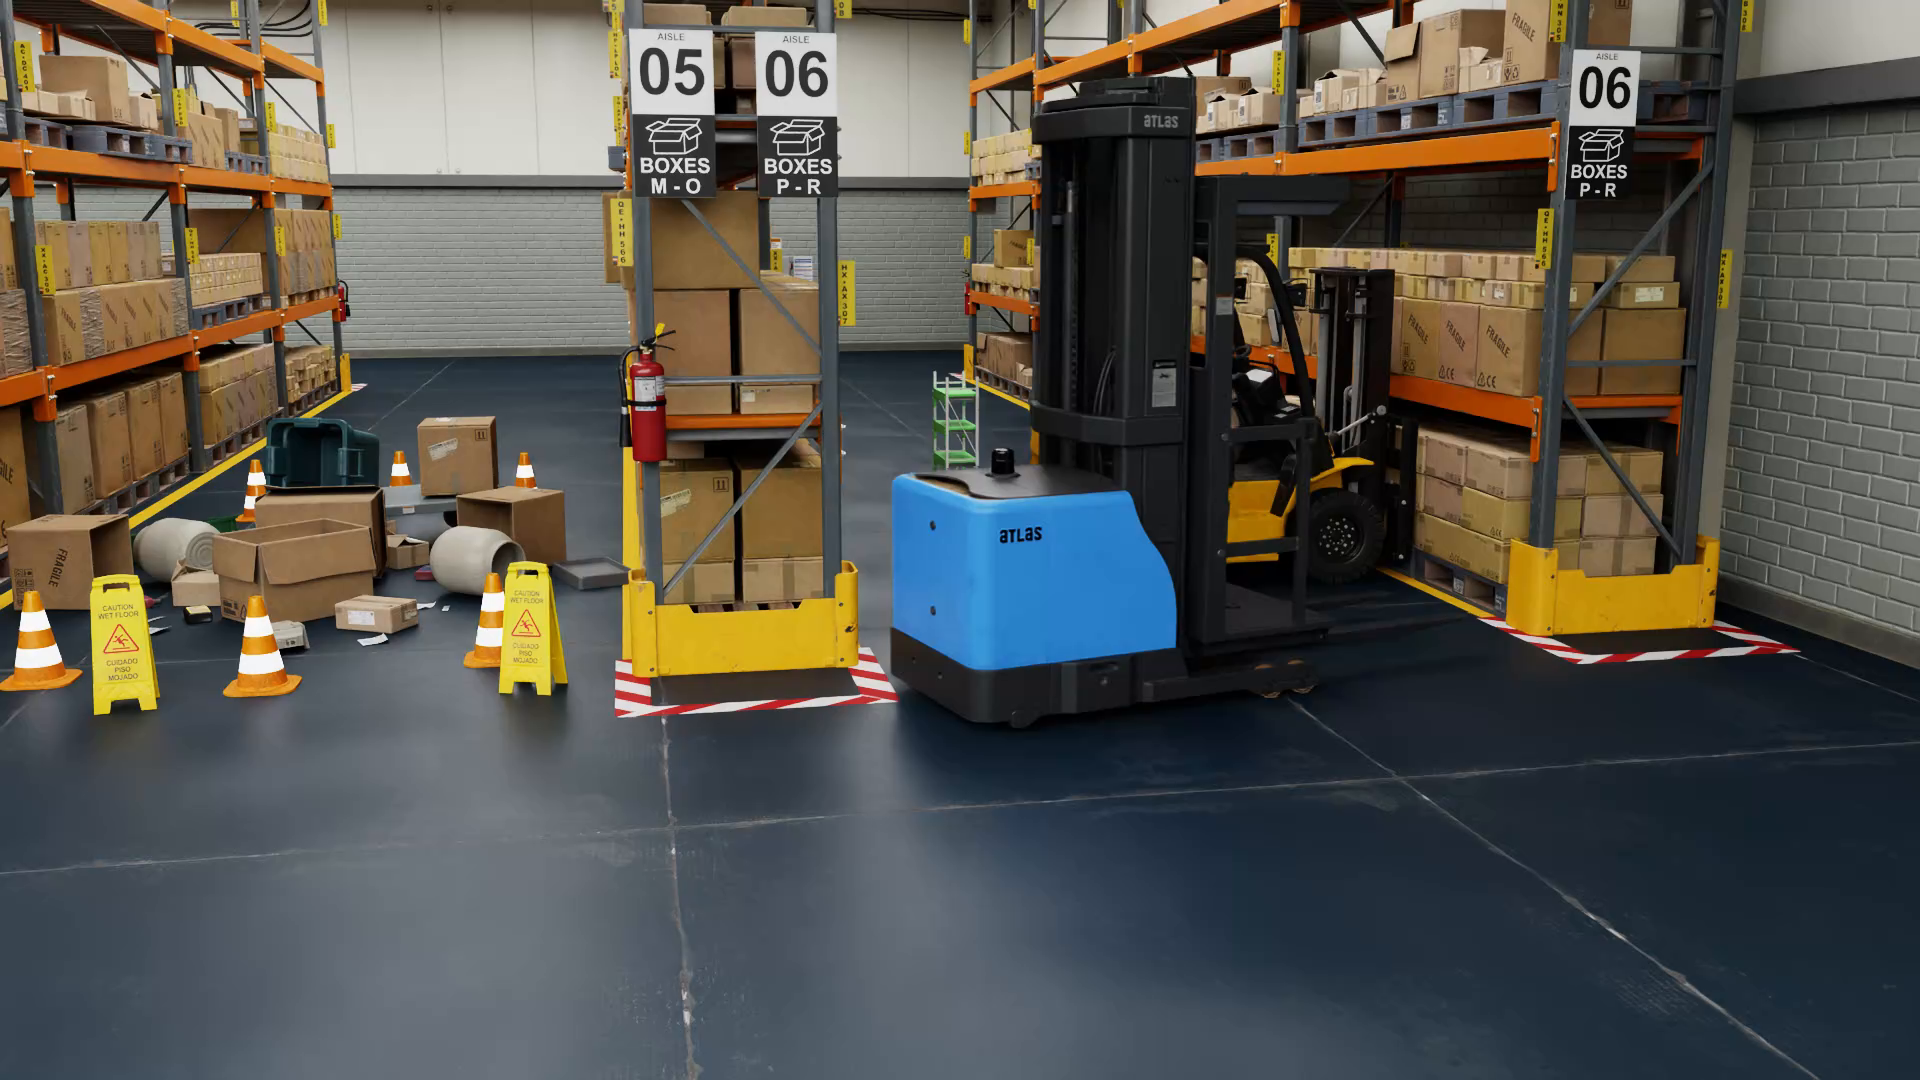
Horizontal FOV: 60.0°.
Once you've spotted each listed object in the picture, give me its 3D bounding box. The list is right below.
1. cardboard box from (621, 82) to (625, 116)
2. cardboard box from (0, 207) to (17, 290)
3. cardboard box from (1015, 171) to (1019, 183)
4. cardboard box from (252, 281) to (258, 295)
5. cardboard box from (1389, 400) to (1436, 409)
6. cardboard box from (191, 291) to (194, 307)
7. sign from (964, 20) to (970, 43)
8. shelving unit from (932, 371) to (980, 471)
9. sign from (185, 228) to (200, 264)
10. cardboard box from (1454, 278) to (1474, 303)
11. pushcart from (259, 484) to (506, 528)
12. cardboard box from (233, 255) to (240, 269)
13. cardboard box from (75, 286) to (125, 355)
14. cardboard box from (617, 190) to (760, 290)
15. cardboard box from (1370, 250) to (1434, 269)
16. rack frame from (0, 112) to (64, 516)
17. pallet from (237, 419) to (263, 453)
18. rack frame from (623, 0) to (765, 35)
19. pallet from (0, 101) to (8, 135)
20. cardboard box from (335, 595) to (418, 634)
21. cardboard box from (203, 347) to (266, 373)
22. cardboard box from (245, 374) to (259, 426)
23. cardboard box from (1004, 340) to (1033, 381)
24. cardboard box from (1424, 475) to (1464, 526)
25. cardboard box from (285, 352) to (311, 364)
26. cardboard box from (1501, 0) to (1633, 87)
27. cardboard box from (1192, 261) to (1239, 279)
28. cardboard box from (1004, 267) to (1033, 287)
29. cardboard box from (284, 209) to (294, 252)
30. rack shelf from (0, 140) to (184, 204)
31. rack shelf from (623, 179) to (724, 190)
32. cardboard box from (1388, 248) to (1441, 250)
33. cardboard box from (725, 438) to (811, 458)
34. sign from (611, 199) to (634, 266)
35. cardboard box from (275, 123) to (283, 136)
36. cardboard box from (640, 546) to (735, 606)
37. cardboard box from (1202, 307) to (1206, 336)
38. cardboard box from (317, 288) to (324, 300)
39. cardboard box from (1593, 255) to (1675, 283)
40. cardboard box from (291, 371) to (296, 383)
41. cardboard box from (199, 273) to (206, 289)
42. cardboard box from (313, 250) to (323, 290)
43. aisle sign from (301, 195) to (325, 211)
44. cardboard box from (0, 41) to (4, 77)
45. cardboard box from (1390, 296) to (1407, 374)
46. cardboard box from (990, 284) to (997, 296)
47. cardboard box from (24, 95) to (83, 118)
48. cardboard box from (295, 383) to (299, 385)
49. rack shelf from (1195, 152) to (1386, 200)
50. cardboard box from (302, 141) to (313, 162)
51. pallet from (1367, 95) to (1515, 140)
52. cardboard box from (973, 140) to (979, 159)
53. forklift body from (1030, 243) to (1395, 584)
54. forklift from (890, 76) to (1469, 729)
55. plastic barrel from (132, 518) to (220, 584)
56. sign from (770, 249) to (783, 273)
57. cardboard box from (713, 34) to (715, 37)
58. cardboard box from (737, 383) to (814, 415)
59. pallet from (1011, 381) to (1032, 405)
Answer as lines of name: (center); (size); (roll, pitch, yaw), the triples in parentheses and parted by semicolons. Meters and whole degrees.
cardboard box: (-1.882, -2.809, 10.518); (0.500, 0.250, 0.500); (-2, 11, -10)
cardboard box: (-6.691, -1.877, 10.749); (0.875, 0.550, 0.550); (-2, 11, -11)
cardboard box: (0.927, -4.734, 21.697); (0.380, 0.149, 0.250); (-2, 11, -11)
cardboard box: (-7.963, -2.779, 18.324); (0.380, 0.149, 0.250); (-2, 11, -11)
cardboard box: (3.373, -0.893, 12.422); (0.500, 0.250, 0.500); (-2, 11, -12)
cardboard box: (-7.396, -2.248, 15.534); (0.380, 0.149, 0.250); (-2, 11, -12)
sign: (0.108, -7.348, 24.025); (0.100, 0.325, 0.005); (-2, 11, -11)
shelving unit: (-0.032, -0.620, 12.244); (0.258, 1.200, 0.503); (-2, 11, -11)
sign: (-6.964, -2.665, 15.081); (0.100, 0.325, 0.005); (-2, 11, -11)
cardboard box: (3.304, -1.551, 10.320); (0.380, 0.149, 0.250); (-2, 11, -11)
pushcart: (-4.120, -0.160, 12.030); (1.648, 0.377, 0.936); (-6, 13, -31)
cardboard box: (-7.819, -2.928, 17.515); (0.380, 0.149, 0.250); (-2, 11, -13)
cardboard box: (-6.761, -1.682, 12.743); (0.500, 0.500, 0.500); (-2, 11, -11)
cardboard box: (-1.429, -1.579, 8.734); (0.700, 0.500, 0.500); (-2, 11, -12)
cardboard box: (3.074, -1.933, 11.533); (0.380, 0.149, 0.250); (-2, 11, -11)
rack frame: (-6.729, -1.342, 11.226); (1.000, 3.000, 0.127); (-2, 11, -11)
pallet: (-7.892, -1.073, 17.267); (1.003, 0.211, 1.213); (-2, 11, -11)
rack frame: (-1.894, -4.488, 11.708); (1.000, 3.000, 0.127); (-2, 11, -11)
pallet: (-6.580, -2.622, 10.163); (1.003, 0.211, 1.213); (-2, 11, -11)
cardboard box: (-3.352, 0.427, 9.557); (0.380, 0.149, 0.250); (4, 11, 18)
cardboard box: (-7.806, -1.934, 17.892); (0.500, 0.250, 0.500); (-2, 11, -8)
cardboard box: (-7.699, -1.473, 17.474); (0.500, 0.500, 0.500); (-2, 11, -12)
cardboard box: (0.997, -2.437, 22.540); (0.700, 0.500, 0.500); (-3, 11, -13)
cardboard box: (3.264, -0.260, 10.432); (0.500, 0.250, 0.500); (-2, 11, -12)
cardboard box: (-8.507, -2.313, 21.235); (0.380, 0.149, 0.250); (-3, 11, -13)
cardboard box: (3.428, -2.839, 9.408); (0.500, 0.500, 0.500); (-2, 11, -9)
cardboard box: (2.285, -2.423, 14.904); (0.380, 0.149, 0.250); (-2, 11, -13)
cardboard box: (0.884, -3.529, 22.323); (0.500, 0.250, 0.500); (-2, 11, -11)
cardboard box: (-8.250, -3.682, 19.782); (0.500, 0.500, 0.500); (-2, 11, -13)
rack shelf: (-7.118, -2.829, 12.940); (1.077, 0.370, 4.000); (-2, 11, -11)
rack shelf: (-3.060, -3.761, 17.837); (1.077, 0.370, 4.000); (-2, 11, -11)
cardboard box: (3.406, -2.093, 12.371); (0.380, 0.149, 0.250); (-2, 11, -12)
cardboard box: (-1.202, -0.381, 10.403); (0.500, 0.500, 0.500); (-2, 11, -10)
sign: (-1.664, -1.515, 8.190); (0.100, 0.325, 0.005); (-2, 11, -11)
cardboard box: (-8.235, -4.857, 19.669); (0.380, 0.149, 0.250); (-2, 11, -13)
cardboard box: (-1.541, 0.195, 9.383); (0.500, 0.250, 0.500); (-2, 11, -11)
cardboard box: (2.450, -1.915, 14.638); (0.500, 0.250, 0.500); (-2, 11, -11)
cardboard box: (-8.575, -3.232, 21.825); (0.380, 0.149, 0.250); (-2, 11, -9)
cardboard box: (3.897, -1.572, 9.633); (0.380, 0.149, 0.250); (-2, 11, -12)
cardboard box: (-8.312, -1.976, 20.260); (0.380, 0.149, 0.250); (-3, 11, -14)
cardboard box: (-7.514, -2.499, 16.058); (0.380, 0.149, 0.250); (-2, 11, -13)
cardboard box: (-8.520, -3.478, 21.384); (0.500, 0.500, 0.500); (-2, 11, -11)
aisle sign: (-8.783, -4.844, 22.674); (0.394, 0.787, 0.004); (-2, 11, -11)
cardboard box: (-6.382, -3.063, 10.458); (0.500, 0.250, 0.500); (-2, 11, -12)
cardboard box: (3.099, -1.399, 11.259); (0.500, 0.500, 0.500); (-2, 11, -11)
cardboard box: (0.637, -3.491, 23.187); (0.380, 0.149, 0.250); (-2, 11, -13)
cardboard box: (-6.747, -3.214, 12.320); (0.380, 0.149, 0.250); (-2, 11, -11)
cardboard box: (-8.290, -1.831, 20.295); (0.380, 0.149, 0.250); (-2, 11, -12)
rack shelf: (2.586, -3.209, 14.935); (1.077, 0.370, 4.000); (-2, 11, -11)
cardboard box: (-8.526, -4.925, 21.094); (0.500, 0.250, 0.500); (-2, 11, -10)
pallet: (3.400, -2.773, 10.958); (1.003, 0.211, 1.213); (-2, 11, -11)
cardboard box: (0.481, -5.624, 23.967); (0.500, 0.250, 0.500); (-2, 11, -12)
forklift body: (1.594, -0.853, 10.924); (2.313, 2.155, 1.214); (-2, 11, -11)
forklift: (1.210, -0.749, 8.291); (3.031, 2.935, 1.130); (-5, 12, -25)
plastic barrel: (-5.004, 0.076, 10.666); (0.512, 0.421, 0.421); (6, 12, 28)
sign: (-1.363, -1.987, 12.299); (0.100, 0.325, 0.005); (-2, 11, -11)
cardboard box: (-1.616, -2.838, 9.599); (0.380, 0.149, 0.250); (-2, 11, -13)
cardboard box: (-0.979, -0.753, 8.805); (0.380, 0.149, 0.250); (-2, 11, -11)
pallet: (1.286, -1.945, 21.852); (1.003, 0.211, 1.213); (-2, 11, -11)
